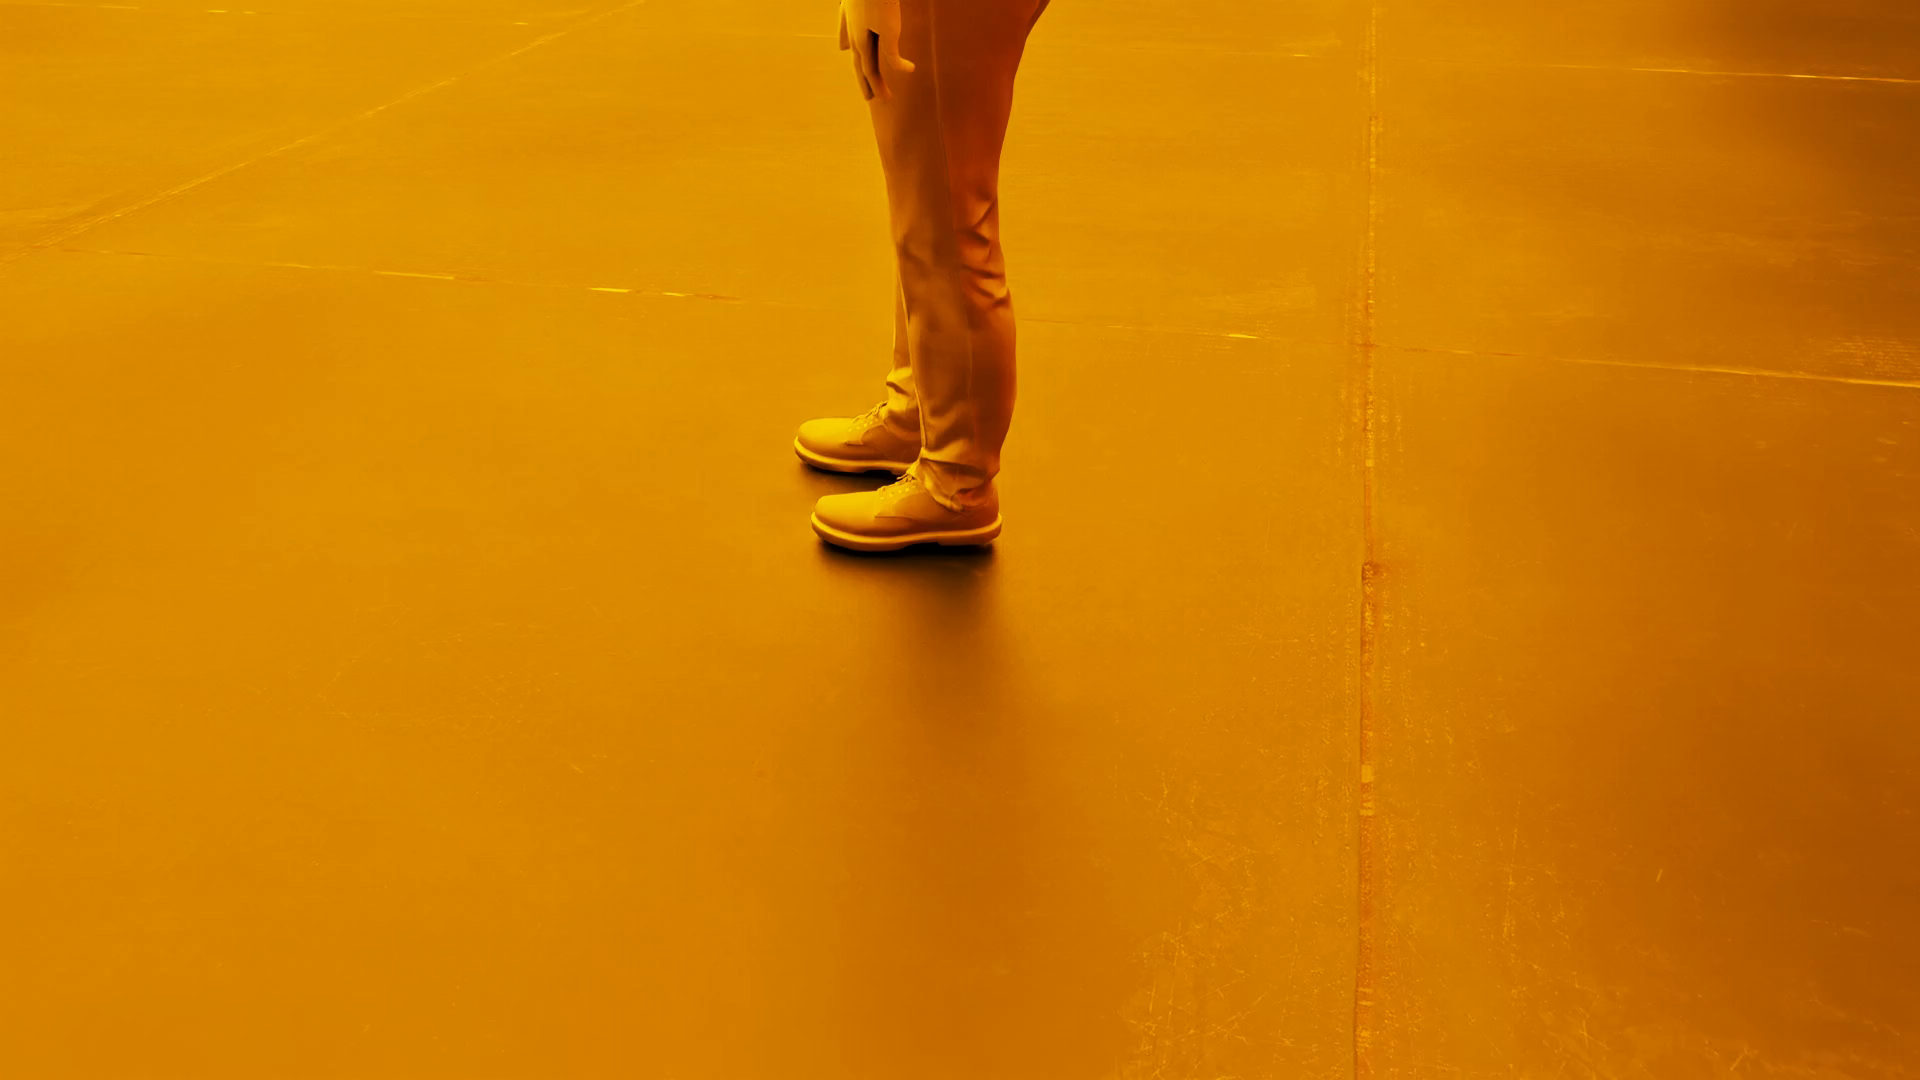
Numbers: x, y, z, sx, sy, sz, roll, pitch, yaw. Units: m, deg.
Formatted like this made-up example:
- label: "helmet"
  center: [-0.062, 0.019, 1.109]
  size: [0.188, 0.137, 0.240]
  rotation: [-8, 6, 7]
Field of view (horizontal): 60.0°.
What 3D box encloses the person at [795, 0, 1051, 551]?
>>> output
- label: "person"
  center: [-0.065, -0.773, 2.135]
  size: [0.531, 1.694, 0.586]
  rotation: [6, 27, 11]
